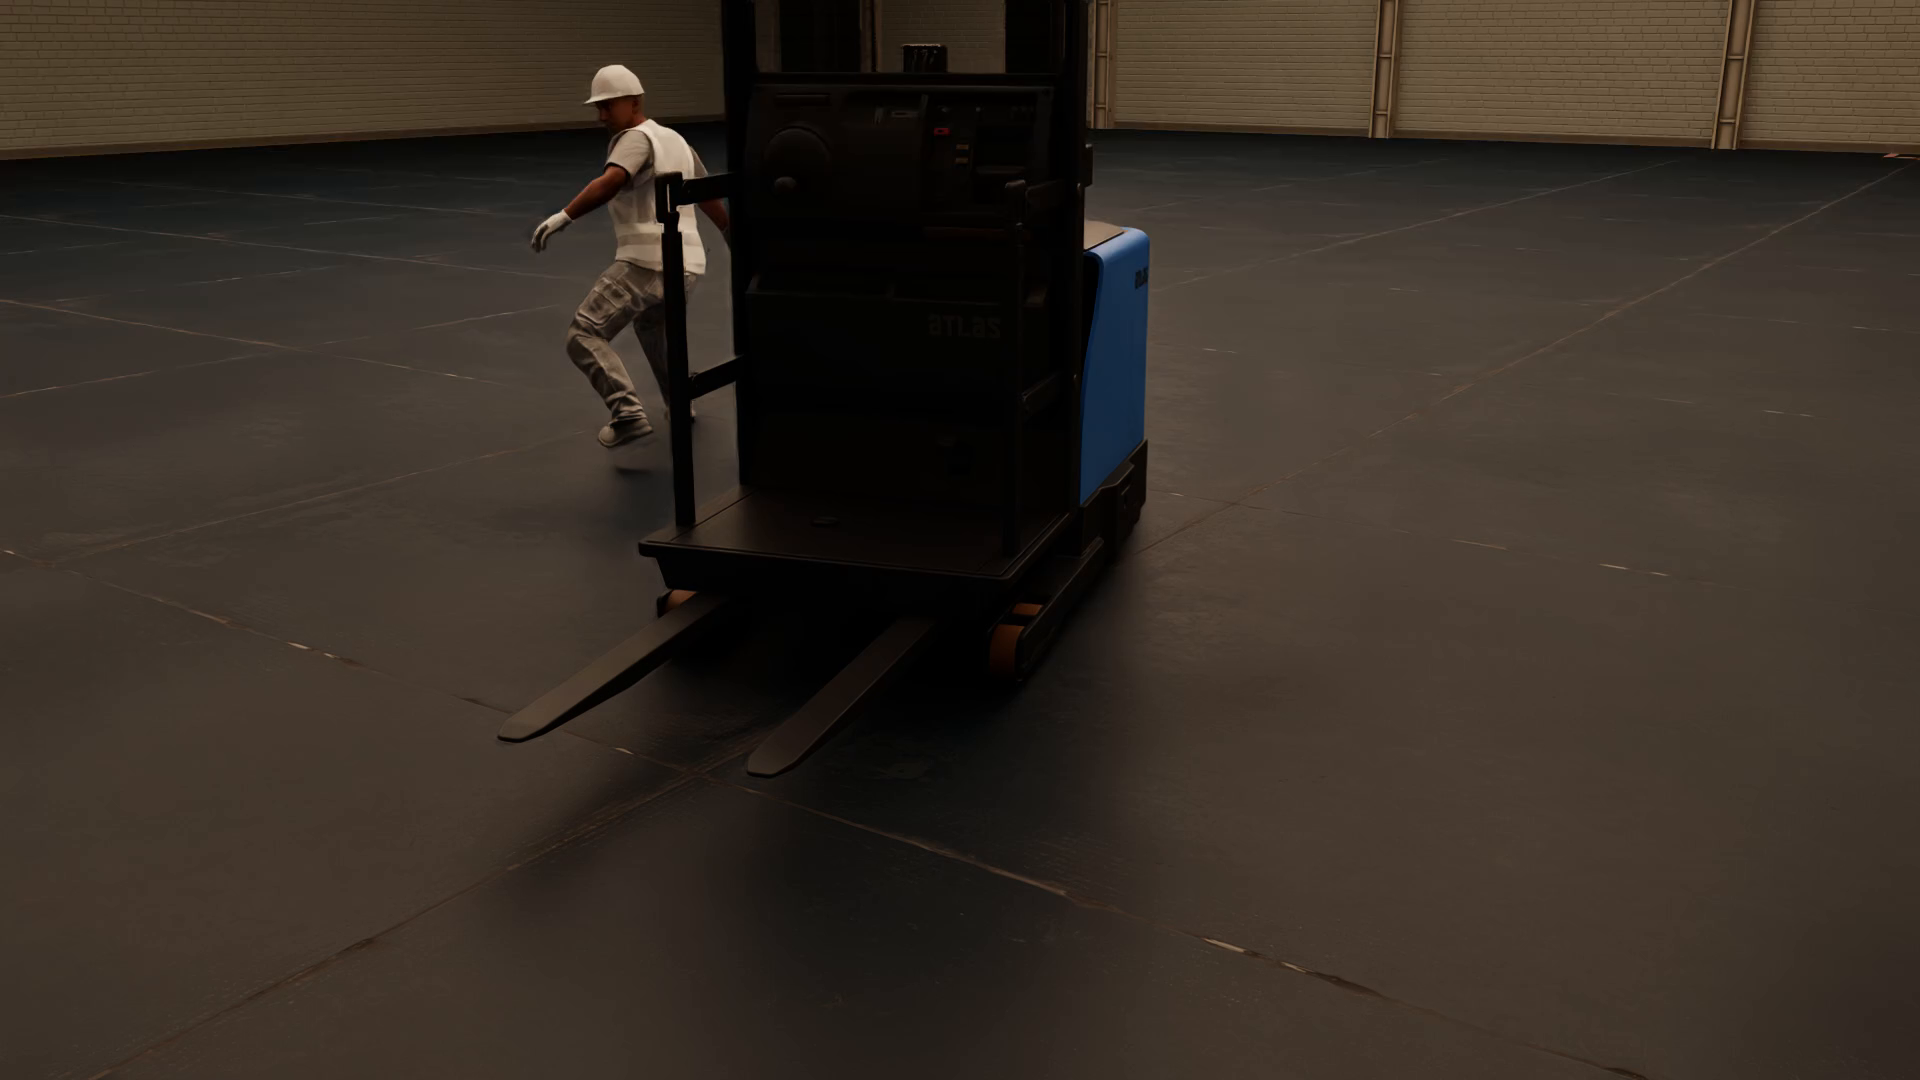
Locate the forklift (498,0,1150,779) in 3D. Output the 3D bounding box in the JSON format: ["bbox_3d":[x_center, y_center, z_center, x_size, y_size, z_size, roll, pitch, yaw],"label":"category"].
[{"bbox_3d":[-0.249,-1.135,4.627,1.130,2.935,3.031,5,17,17],"label":"forklift"}]

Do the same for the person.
[{"bbox_3d":[-1.340,-1.199,7.285,0.556,1.696,1.232,6,18,21],"label":"person"}]
